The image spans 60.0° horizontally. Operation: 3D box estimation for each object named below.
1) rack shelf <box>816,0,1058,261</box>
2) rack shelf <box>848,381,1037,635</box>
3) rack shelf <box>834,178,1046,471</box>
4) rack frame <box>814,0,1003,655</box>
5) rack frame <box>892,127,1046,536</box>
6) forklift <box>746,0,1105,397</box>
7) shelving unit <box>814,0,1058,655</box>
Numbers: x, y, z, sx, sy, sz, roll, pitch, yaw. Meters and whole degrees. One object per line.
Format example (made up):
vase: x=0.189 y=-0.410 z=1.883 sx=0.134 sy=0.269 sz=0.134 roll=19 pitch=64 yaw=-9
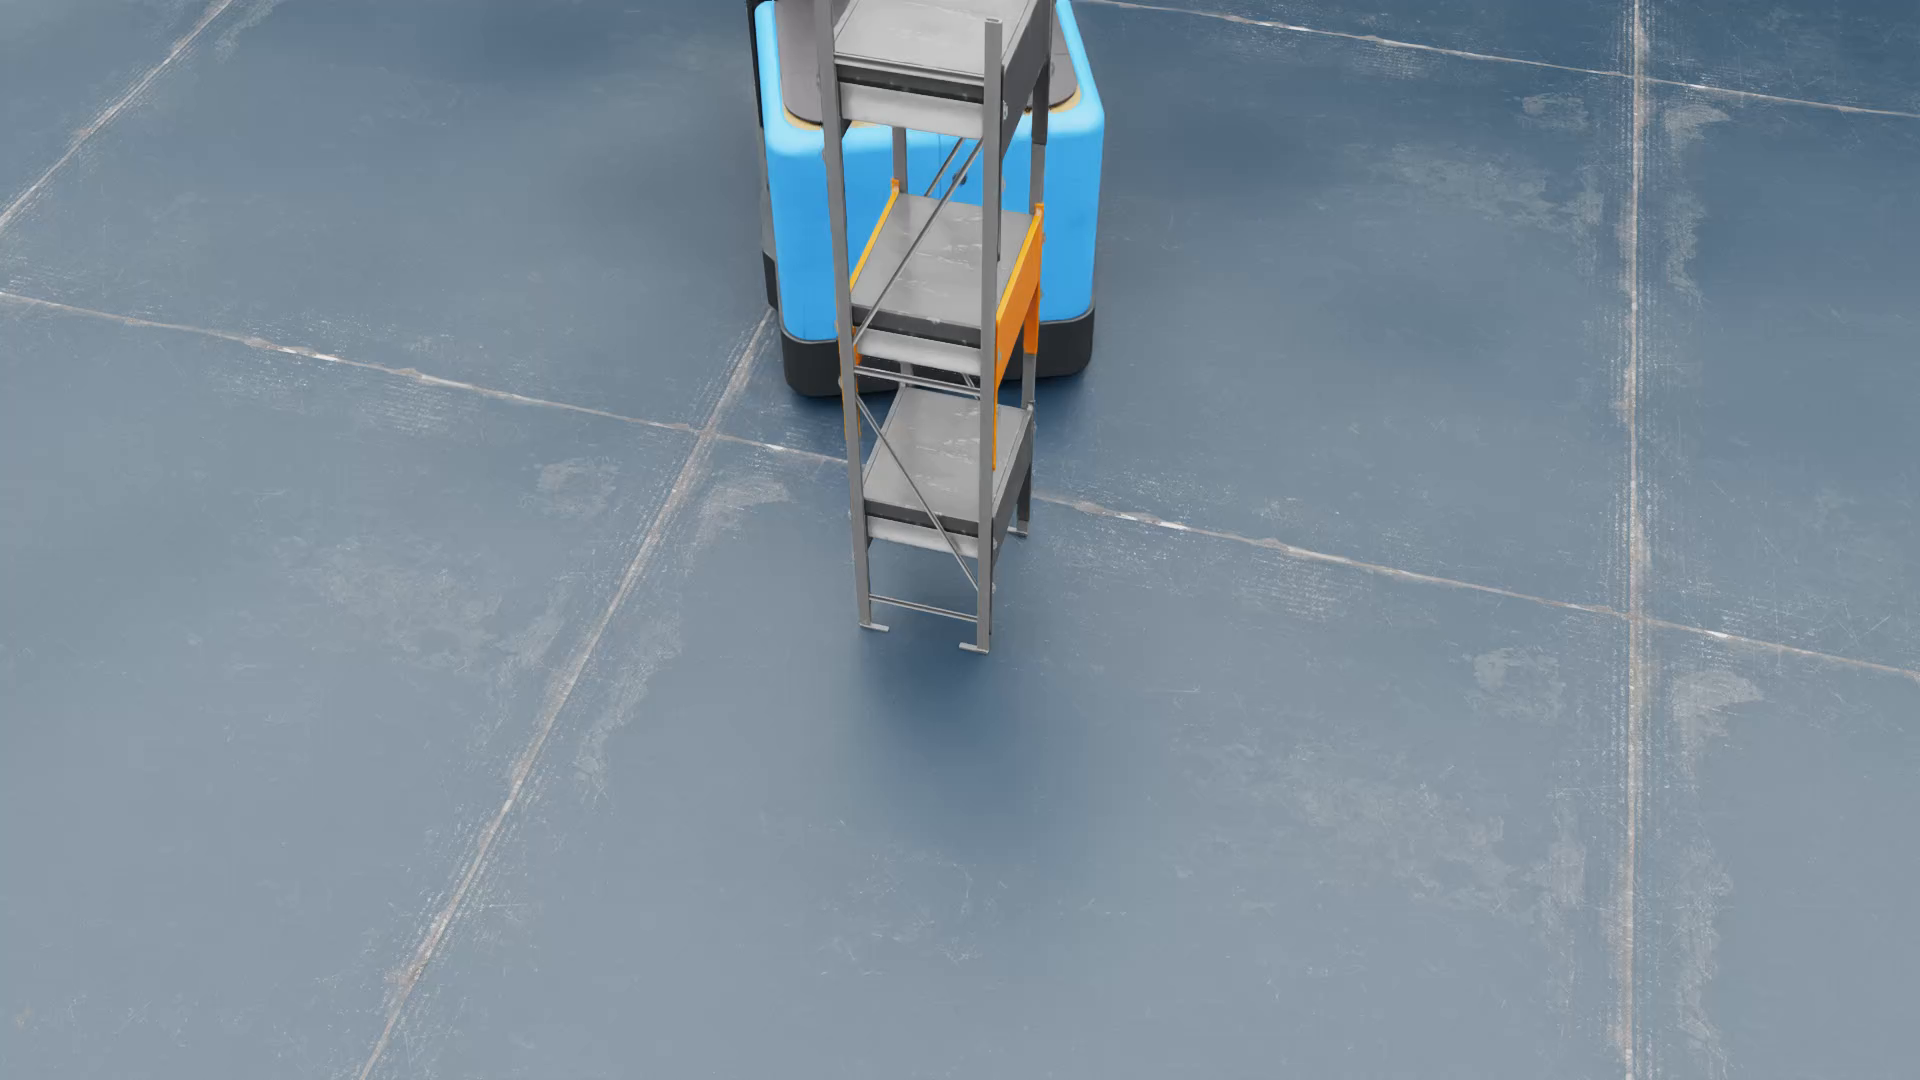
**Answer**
rack shelf: x=-0.044 y=-1.029 z=3.842 sx=0.431 sy=0.518 sz=0.480 roll=12 pitch=50 yaw=10
rack shelf: x=-0.044 y=-0.103 z=4.892 sx=0.431 sy=0.518 sz=0.480 roll=12 pitch=50 yaw=10
rack shelf: x=-0.044 y=-0.566 z=4.367 sx=0.431 sy=0.518 sz=0.480 roll=12 pitch=50 yaw=10
rack frame: x=-0.108 y=-0.399 z=4.201 sx=0.400 sy=2.100 sz=0.015 roll=12 pitch=50 yaw=10
rack frame: x=0.021 y=-0.752 z=4.513 sx=0.400 sy=2.100 sz=0.015 roll=12 pitch=50 yaw=10
forklift: x=-0.246 y=-2.569 z=5.563 sx=1.130 sy=2.935 sz=3.031 roll=-5 pitch=49 yaw=-5
shelving unit: x=-0.044 y=-0.575 z=4.357 sx=0.431 sy=2.100 sz=0.503 roll=12 pitch=50 yaw=10
